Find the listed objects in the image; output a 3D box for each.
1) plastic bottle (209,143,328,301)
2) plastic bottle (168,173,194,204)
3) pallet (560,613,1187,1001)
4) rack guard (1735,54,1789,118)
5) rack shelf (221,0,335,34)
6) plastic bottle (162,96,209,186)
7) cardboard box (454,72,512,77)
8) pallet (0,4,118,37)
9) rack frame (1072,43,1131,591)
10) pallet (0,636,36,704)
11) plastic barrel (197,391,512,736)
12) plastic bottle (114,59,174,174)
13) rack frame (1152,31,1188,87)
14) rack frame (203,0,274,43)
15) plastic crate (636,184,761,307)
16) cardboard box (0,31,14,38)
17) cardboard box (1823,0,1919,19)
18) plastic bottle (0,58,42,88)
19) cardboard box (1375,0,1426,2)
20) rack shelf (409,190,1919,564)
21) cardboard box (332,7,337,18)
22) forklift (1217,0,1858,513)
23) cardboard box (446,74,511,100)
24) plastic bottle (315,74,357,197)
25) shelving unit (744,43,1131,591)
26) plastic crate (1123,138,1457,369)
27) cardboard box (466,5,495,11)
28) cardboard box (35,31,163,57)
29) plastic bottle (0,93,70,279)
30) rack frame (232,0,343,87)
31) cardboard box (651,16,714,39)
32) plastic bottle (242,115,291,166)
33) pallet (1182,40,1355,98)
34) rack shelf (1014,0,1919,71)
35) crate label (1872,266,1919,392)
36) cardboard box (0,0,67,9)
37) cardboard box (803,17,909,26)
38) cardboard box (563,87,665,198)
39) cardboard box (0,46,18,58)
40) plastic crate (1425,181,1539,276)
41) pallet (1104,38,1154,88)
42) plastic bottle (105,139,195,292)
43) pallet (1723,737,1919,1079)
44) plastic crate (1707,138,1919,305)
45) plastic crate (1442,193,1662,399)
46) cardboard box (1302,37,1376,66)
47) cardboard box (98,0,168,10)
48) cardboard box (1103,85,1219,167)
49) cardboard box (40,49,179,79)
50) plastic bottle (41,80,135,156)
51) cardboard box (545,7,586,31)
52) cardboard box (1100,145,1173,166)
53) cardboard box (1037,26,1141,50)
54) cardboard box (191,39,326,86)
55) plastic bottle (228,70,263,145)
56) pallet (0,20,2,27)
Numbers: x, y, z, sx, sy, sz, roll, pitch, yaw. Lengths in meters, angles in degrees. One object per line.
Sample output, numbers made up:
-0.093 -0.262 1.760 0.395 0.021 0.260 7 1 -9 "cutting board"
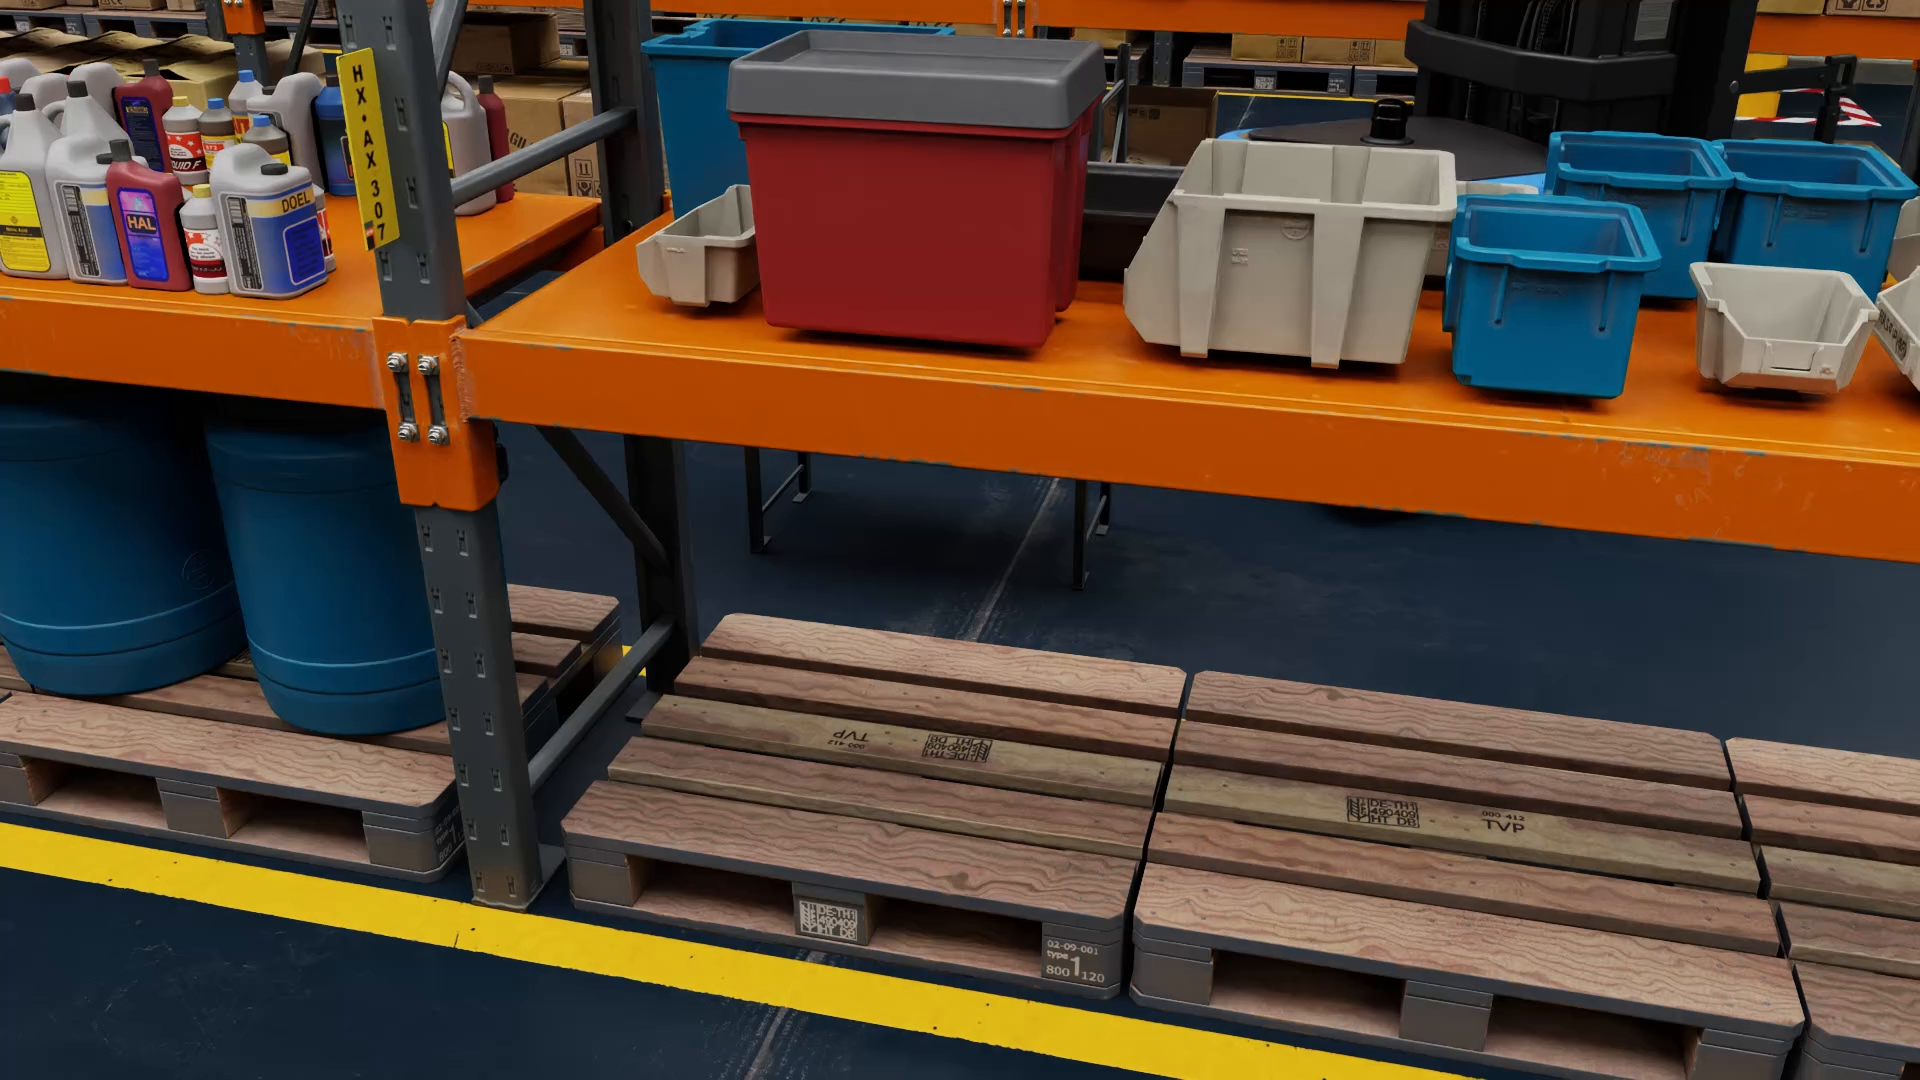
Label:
-1.329 -0.618 3.203 0.135 0.276 0.152 6 26 13 "plastic bottle"
-1.563 -0.625 3.305 0.097 0.201 0.097 0 25 0 "plastic bottle"
-0.145 0.555 3.839 1.213 0.211 1.003 6 26 13 "pallet"
5.497 -3.332 11.666 0.348 0.500 1.175 6 26 13 "rack guard"
-5.441 -3.146 9.205 4.000 0.370 1.077 6 26 13 "rack shelf"
-1.869 -0.969 4.027 0.097 0.201 0.097 0 25 0 "plastic bottle"
-2.540 -2.324 9.038 0.500 0.500 0.500 7 26 15 "cardboard box"
-7.992 -4.675 14.825 1.213 0.211 1.003 6 26 13 "pallet"
0.410 -0.632 4.832 0.032 1.500 0.500 6 26 13 "rack frame"
-2.789 0.263 4.453 1.213 0.211 1.003 6 26 13 "pallet"
-1.390 -0.074 3.869 0.708 0.901 0.600 6 26 13 "plastic barrel"
-1.976 -1.026 4.051 0.133 0.283 0.061 6 26 13 "plastic bottle"
1.600 -4.891 12.034 0.127 3.000 1.000 6 26 13 "rack frame"
-6.148 -5.747 13.833 0.127 3.000 1.000 6 26 13 "rack frame"
-0.452 -0.565 3.185 0.243 0.136 0.396 6 26 13 "plastic crate"
-5.926 -2.855 9.814 0.500 0.311 0.500 6 26 13 "cardboard box"
3.743 -2.380 6.643 0.500 0.500 0.500 7 26 15 "cardboard box"
-2.342 -1.043 4.095 0.135 0.276 0.152 6 26 13 "plastic bottle"
1.777 -2.597 7.100 0.500 0.500 0.500 6 26 13 "cardboard box"
1.070 -0.228 3.076 4.000 0.370 1.077 6 26 13 "rack shelf"
-4.918 -4.711 14.052 0.500 0.500 0.700 6 26 12 "cardboard box"
2.413 -1.810 5.643 3.031 2.935 1.130 -10 27 -21 "forklift"
-2.626 -2.105 8.578 0.500 0.500 0.500 5 26 11 "cardboard box"
-1.456 -0.955 3.916 0.097 0.271 0.097 0 25 0 "plastic bottle"
-0.083 -0.686 4.947 1.048 1.500 0.538 6 26 13 "shelving unit"
0.566 -0.500 2.879 0.530 0.282 0.437 6 26 13 "plastic crate"
-3.942 -4.590 13.797 0.500 0.500 0.700 6 26 13 "cardboard box"
-4.942 -2.744 9.583 0.500 0.311 0.500 6 26 12 "cardboard box"
-1.839 -0.706 3.302 0.185 0.351 0.144 6 26 13 "plastic bottle"
-3.504 -3.257 8.601 0.127 3.000 1.000 6 26 13 "rack frame"
-1.492 -2.551 8.642 0.500 0.250 0.500 6 26 12 "cardboard box"
-1.588 -0.870 3.820 0.097 0.201 0.097 0 25 0 "plastic bottle"
2.317 -3.518 12.394 1.213 0.211 1.003 6 26 13 "pallet"
2.307 -2.289 7.406 4.000 0.370 1.077 6 26 13 "rack shelf"
1.619 -0.315 2.659 0.243 0.136 0.396 6 26 13 "crate label"
-8.124 -4.974 14.604 0.500 0.500 0.700 5 26 10 "cardboard box"
-0.747 -4.308 12.822 0.750 0.750 0.750 6 26 13 "cardboard box"
-1.634 -1.996 8.348 0.500 0.500 0.500 5 26 11 "cardboard box"
-5.550 -2.574 9.225 0.500 0.311 0.500 7 26 14 "cardboard box"
0.894 -0.613 3.286 0.466 0.136 0.293 6 26 13 "plastic crate"
0.834 -3.683 12.741 1.213 0.211 1.003 6 26 13 "pallet"
-1.565 -0.627 3.214 0.133 0.283 0.061 6 26 13 "plastic bottle"
2.218 0.816 3.290 1.213 0.211 1.003 6 26 13 "pallet"
1.575 -0.594 3.134 0.300 0.233 0.416 6 26 13 "plastic crate"
0.954 -0.403 2.732 0.300 0.233 0.416 6 26 13 "plastic crate"
2.785 -3.774 12.107 0.500 0.500 0.700 6 26 12 "cardboard box"
-7.163 -4.912 14.474 0.500 0.500 0.500 4 26 9 "cardboard box"
0.993 -1.955 8.264 0.500 0.500 0.500 6 26 13 "cardboard box"
-4.577 -2.464 8.995 0.500 0.311 0.500 6 26 12 "cardboard box"
-1.803 -0.767 3.428 0.185 0.351 0.144 6 26 13 "plastic bottle"
-2.984 -4.445 13.492 0.500 0.500 0.700 7 26 14 "cardboard box"
0.723 -1.678 7.901 0.500 0.311 0.500 6 26 13 "cardboard box"
0.938 -4.125 12.438 0.750 0.750 0.750 7 26 14 "cardboard box"
-3.938 -2.636 9.356 0.500 0.311 0.500 7 26 15 "cardboard box"
-1.680 -0.980 3.968 0.097 0.271 0.097 0 25 0 "plastic bottle"
-9.170 -4.807 15.101 1.213 0.211 1.003 6 26 13 "pallet"
